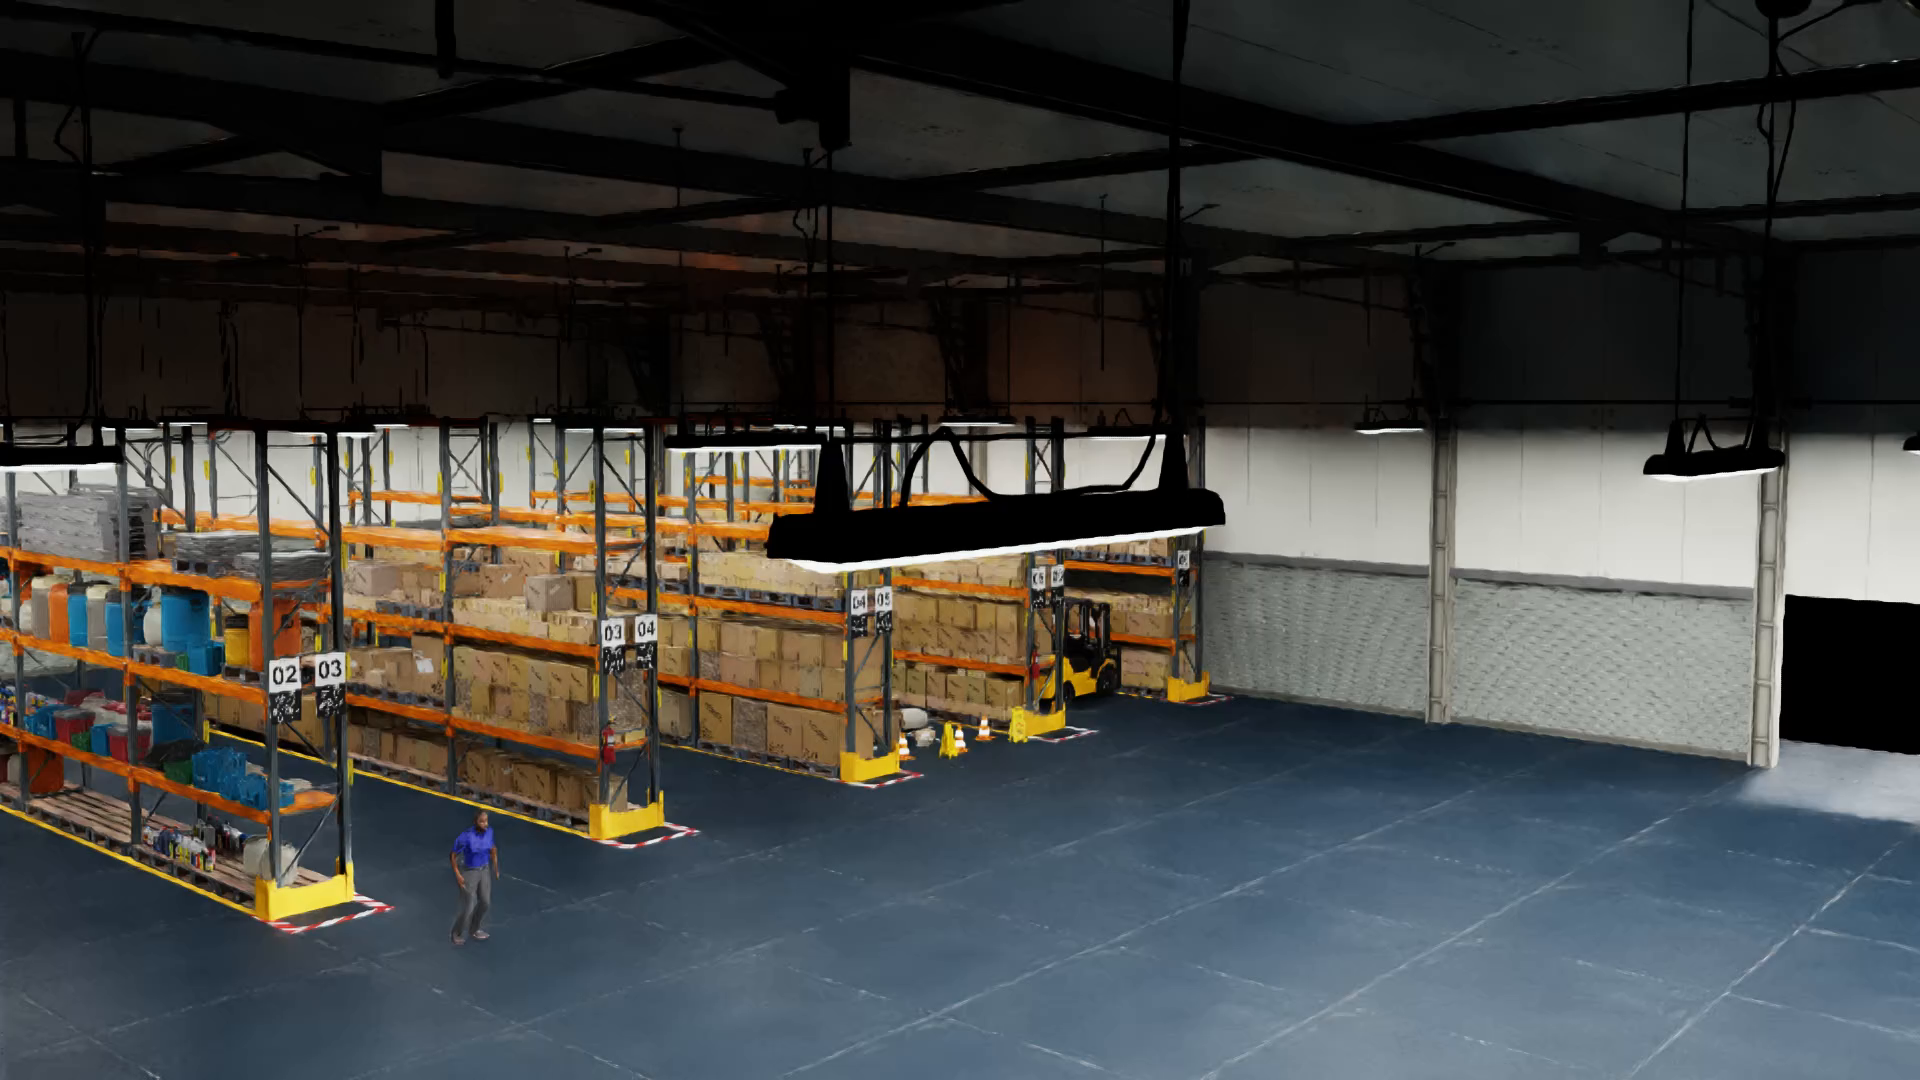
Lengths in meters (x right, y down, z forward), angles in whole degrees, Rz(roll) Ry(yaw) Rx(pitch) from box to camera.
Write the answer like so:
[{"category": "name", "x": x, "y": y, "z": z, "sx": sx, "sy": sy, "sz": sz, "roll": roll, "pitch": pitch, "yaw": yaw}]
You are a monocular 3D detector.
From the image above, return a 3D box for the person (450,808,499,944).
[{"category": "person", "x": -5.692, "y": 3.918, "z": 19.485, "sx": 0.518, "sy": 1.604, "sz": 0.592, "roll": 4, "pitch": 6, "yaw": 39}]
